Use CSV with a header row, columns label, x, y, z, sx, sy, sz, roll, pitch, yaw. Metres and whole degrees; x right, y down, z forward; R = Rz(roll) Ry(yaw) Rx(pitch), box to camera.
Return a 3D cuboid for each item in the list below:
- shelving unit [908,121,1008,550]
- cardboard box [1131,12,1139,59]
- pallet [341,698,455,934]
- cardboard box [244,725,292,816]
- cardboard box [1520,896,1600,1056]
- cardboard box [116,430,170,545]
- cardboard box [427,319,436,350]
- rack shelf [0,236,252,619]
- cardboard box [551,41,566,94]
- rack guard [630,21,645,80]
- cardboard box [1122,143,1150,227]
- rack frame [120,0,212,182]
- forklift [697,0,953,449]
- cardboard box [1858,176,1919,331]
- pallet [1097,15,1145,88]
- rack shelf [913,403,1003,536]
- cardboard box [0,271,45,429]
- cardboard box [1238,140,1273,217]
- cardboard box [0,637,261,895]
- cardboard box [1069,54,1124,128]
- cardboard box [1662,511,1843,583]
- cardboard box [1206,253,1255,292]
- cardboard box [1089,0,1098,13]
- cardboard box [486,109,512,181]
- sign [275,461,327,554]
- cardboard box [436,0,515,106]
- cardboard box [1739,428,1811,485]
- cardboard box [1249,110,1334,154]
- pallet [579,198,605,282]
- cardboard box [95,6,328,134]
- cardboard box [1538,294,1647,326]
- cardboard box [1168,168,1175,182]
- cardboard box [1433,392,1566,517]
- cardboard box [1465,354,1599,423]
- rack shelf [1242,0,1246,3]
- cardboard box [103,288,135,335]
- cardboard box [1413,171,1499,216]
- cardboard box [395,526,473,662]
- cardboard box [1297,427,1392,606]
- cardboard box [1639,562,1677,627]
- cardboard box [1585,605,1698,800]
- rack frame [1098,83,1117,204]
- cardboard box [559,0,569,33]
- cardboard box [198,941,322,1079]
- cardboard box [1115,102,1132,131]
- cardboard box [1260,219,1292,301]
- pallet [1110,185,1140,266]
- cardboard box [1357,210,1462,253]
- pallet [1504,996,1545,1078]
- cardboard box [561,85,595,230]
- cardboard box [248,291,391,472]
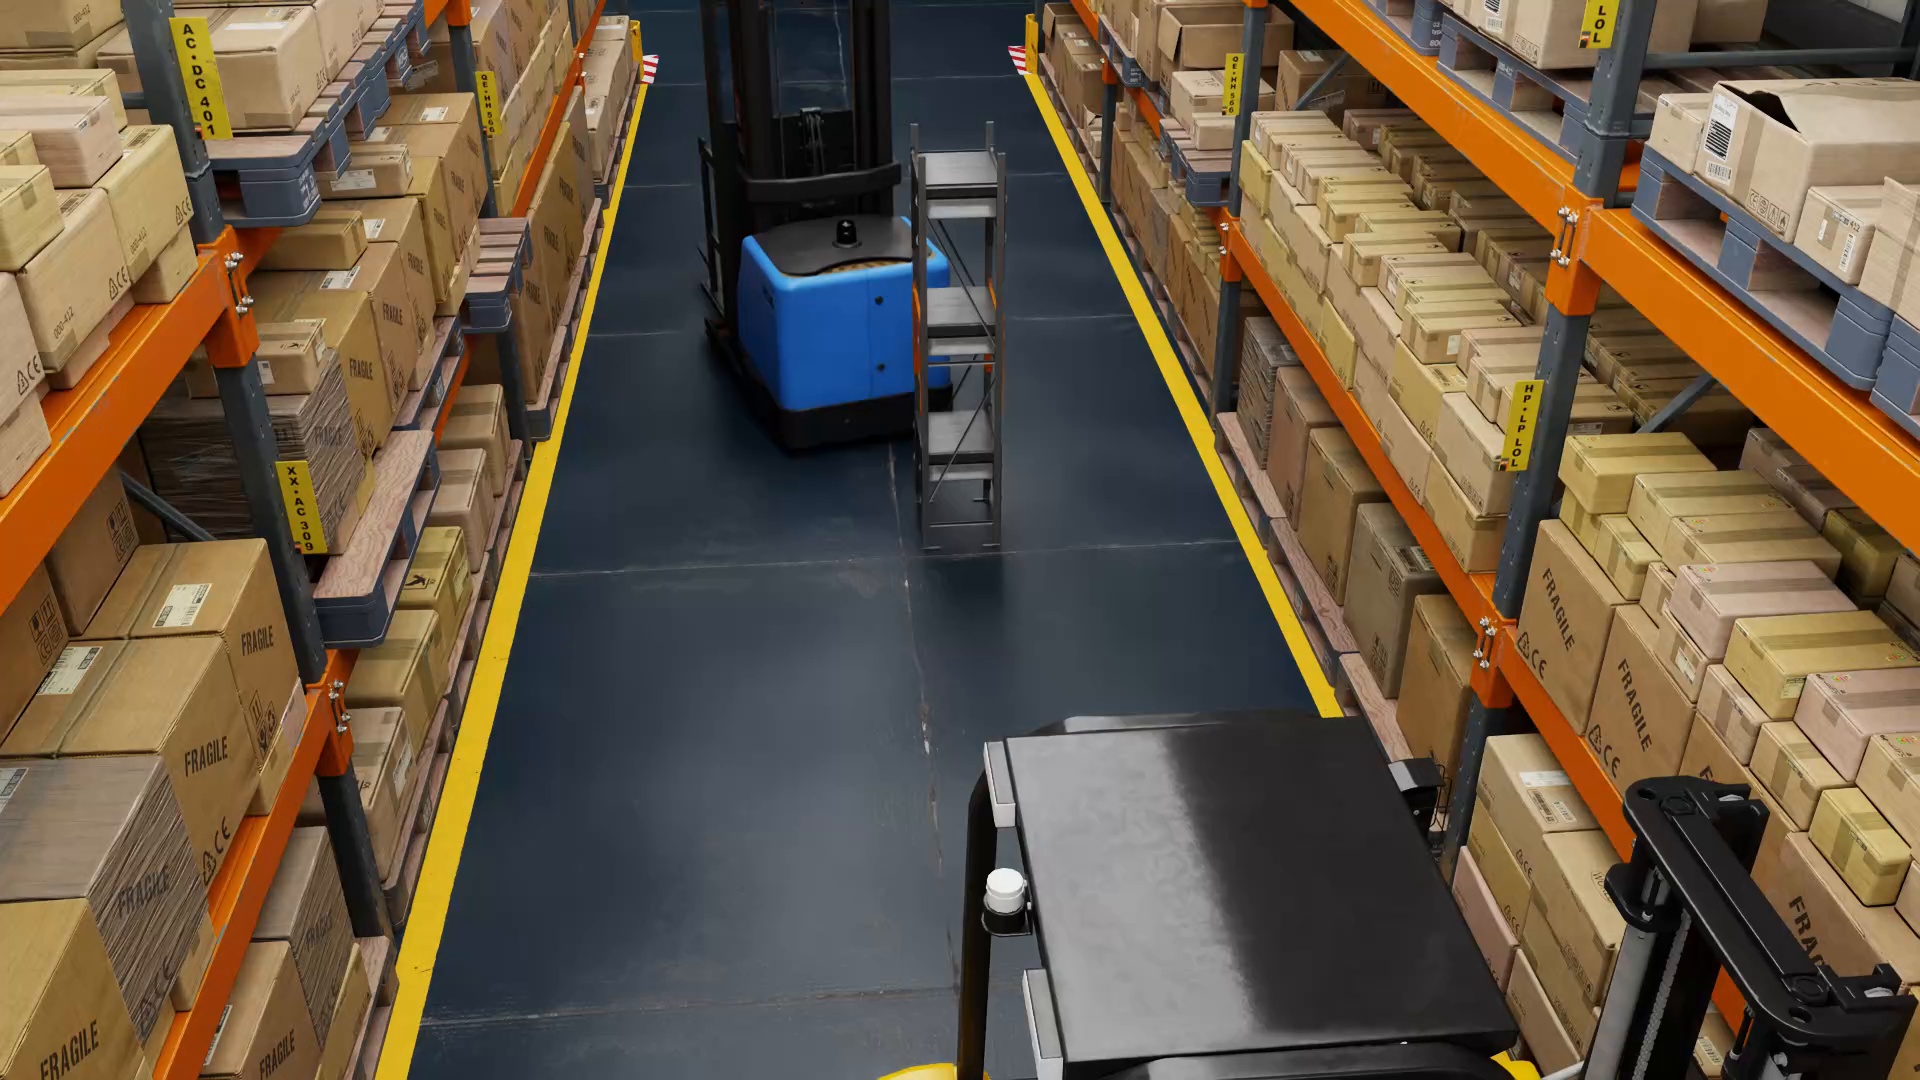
label,x,y,z,sx,sy,sz,roll,pitch,yaw
shelving unit,-0.015,-0.986,8.353,0.431,2.100,0.503,-3,31,-5
cardboard box,1.362,-3.416,11.265,0.396,0.266,0.258,-1,31,-2
pallet,-2.654,1.103,6.698,1.003,0.211,1.213,-3,31,-5
cardboard box,-2.217,0.687,4.919,0.380,0.149,0.250,-2,31,-3
cardboard box,2.148,1.368,5.320,0.500,0.250,0.500,-3,31,-5
cardboard box,-2.852,-0.273,5.484,0.500,0.500,0.500,-3,31,-6
cardboard box,-2.466,-0.868,7.114,0.380,0.149,0.250,-4,31,-6
rack shelf,-2.393,0.345,3.023,1.077,0.370,4.000,-3,31,-5
cardboard box,-2.988,-3.240,11.395,0.500,0.250,0.500,-3,31,-5
rack guard,-3.704,-4.763,16.236,1.175,0.500,0.348,-3,31,-5
cardboard box,1.495,-2.599,12.204,0.500,0.500,0.500,-3,31,-5
rack frame,-2.580,-2.273,3.779,1.000,3.000,0.127,-3,31,-5
forklift,-1.030,-2.523,10.116,1.130,2.935,3.031,-11,33,-17
cardboard box,2.198,-0.618,3.558,0.396,0.266,0.258,-3,31,-6
pallet,1.580,-3.526,11.914,1.003,0.211,1.213,-3,31,-5
rack shelf,-0.015,-0.373,8.719,0.431,0.518,0.480,-3,31,-5
cardboard box,-2.190,-0.317,3.286,0.500,0.250,0.500,-3,31,-5
cardboard box,1.761,-1.890,8.647,0.500,0.250,0.500,-3,31,-5
cardboard box,-2.236,0.610,4.416,0.500,0.500,0.500,-2,31,-3
cardboard box,1.341,-3.885,14.358,0.700,0.500,0.500,-4,31,-6
cardboard box,2.243,0.050,4.721,0.380,0.149,0.250,-3,31,-6
cardboard box,1.689,-1.605,9.907,0.380,0.149,0.250,-4,31,-7
cardboard box,1.238,-4.327,13.315,0.380,0.149,0.250,-2,31,-3
cardboard box,-2.755,-2.160,9.100,0.500,0.250,0.500,-3,31,-5
sign,-2.041,-0.099,5.146,0.100,0.325,0.005,-3,31,-5
cardboard box,-2.813,-2.728,9.319,0.500,0.500,0.500,-3,31,-4
cardboard box,2.692,-0.237,5.202,0.380,0.149,0.250,-3,31,-4
cardboard box,1.724,-2.123,8.650,0.380,0.149,0.250,-2,31,-3
pallet,-3.181,-2.194,12.217,1.003,0.211,1.213,-3,31,-5
cardboard box,-2.236,-1.418,5.011,0.500,0.250,0.500,-4,31,-6
cardboard box,2.502,-0.844,6.508,0.380,0.149,0.250,-3,31,-5
cardboard box,1.621,-2.411,11.257,0.380,0.149,0.250,-3,31,-4
cardboard box,2.061,-0.325,6.028,0.500,0.250,0.500,-3,31,-6
cardboard box,2.066,-0.553,6.020,0.380,0.149,0.250,-3,31,-5
rack shelf,1.801,-3.979,10.263,1.077,0.370,4.000,-3,31,-5
cardboard box,-2.311,-0.597,4.145,0.380,0.149,0.250,-2,31,-4
cardboard box,2.358,-1.621,7.809,0.380,0.149,0.250,-3,31,-5
cardboard box,-2.769,0.261,7.540,0.950,0.372,0.625,-2,31,-3
cardboard box,2.164,-0.144,7.972,0.875,0.625,0.625,-4,31,-7
cardboard box,2.207,0.181,4.792,0.380,0.149,0.250,-3,31,-5
cardboard box,2.208,0.525,4.849,0.500,0.500,0.500,-2,31,-4
rack frame,1.614,-4.021,12.557,1.000,3.000,0.127,-3,31,-5
cardboard box,-3.044,-3.718,11.709,0.500,0.250,0.500,-3,31,-5
cardboard box,-2.209,1.530,4.804,0.500,0.500,0.500,-2,31,-4
cardboard box,1.382,-3.211,12.596,0.380,0.149,0.250,-1,31,-2
cardboard box,1.828,-1.419,8.347,0.500,0.250,0.500,-3,31,-6
pallet,1.728,-2.410,12.580,1.003,0.211,1.213,-3,31,-5
cardboard box,1.976,-1.337,7.333,0.380,0.149,0.250,-3,31,-5
pallet,2.394,1.668,5.751,1.003,0.211,1.213,-3,31,-5
cardboard box,-3.190,-2.737,12.069,0.875,0.875,0.875,-2,31,-3
cardboard box,-2.386,-0.557,5.960,0.500,0.500,0.500,-3,31,-4
